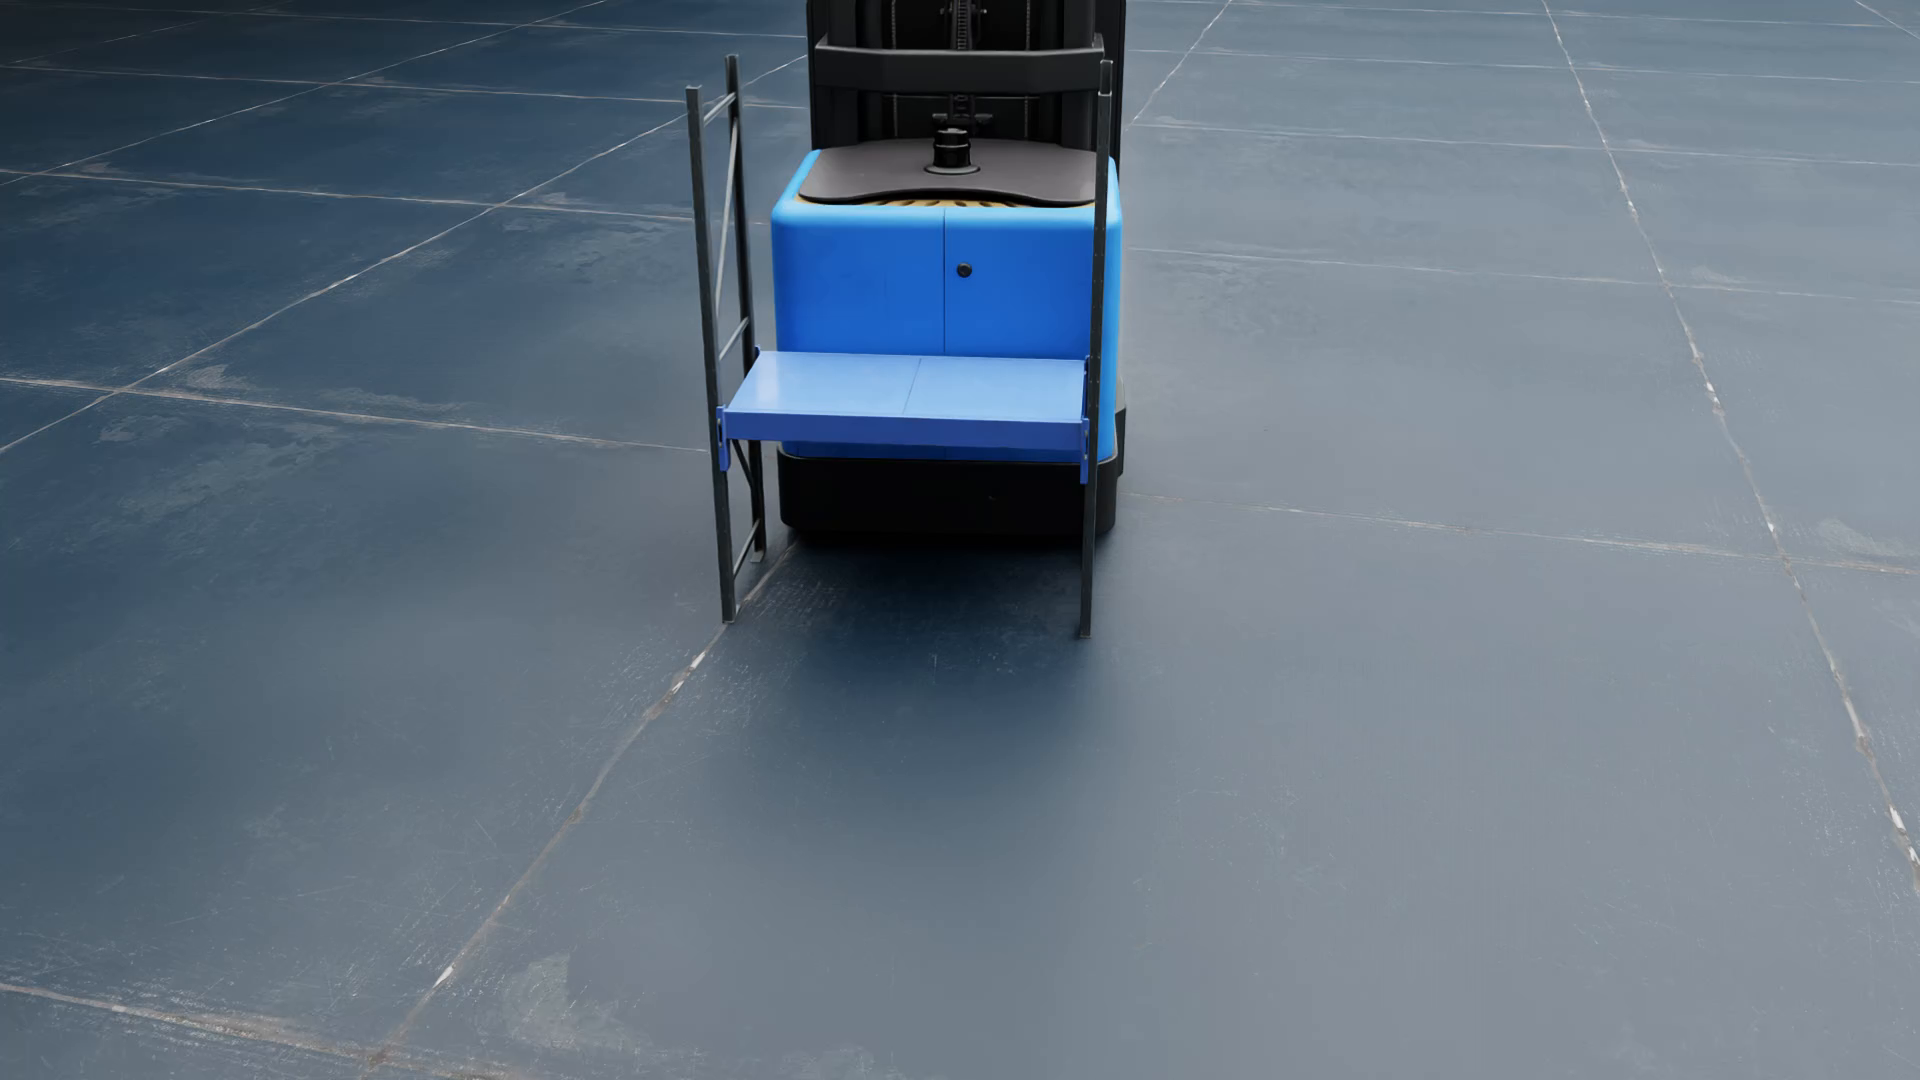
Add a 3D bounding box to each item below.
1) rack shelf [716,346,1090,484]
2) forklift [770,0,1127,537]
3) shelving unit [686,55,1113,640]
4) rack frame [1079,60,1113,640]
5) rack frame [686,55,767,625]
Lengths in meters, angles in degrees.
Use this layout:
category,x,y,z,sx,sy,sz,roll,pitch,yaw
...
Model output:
category,x,y,z,sx,sy,sz,roll,pitch,yaw
rack shelf,-0.134,-0.362,4.683,1.000,0.185,0.538,2,26,5
forklift,0.035,-1.927,5.889,1.130,2.935,3.031,1,25,3
shelving unit,-0.134,-0.524,4.606,1.048,1.500,0.538,2,26,5
rack frame,0.373,-0.505,4.565,0.032,1.500,0.500,2,26,5
rack frame,-0.640,-0.543,4.646,0.032,1.500,0.500,2,26,5
